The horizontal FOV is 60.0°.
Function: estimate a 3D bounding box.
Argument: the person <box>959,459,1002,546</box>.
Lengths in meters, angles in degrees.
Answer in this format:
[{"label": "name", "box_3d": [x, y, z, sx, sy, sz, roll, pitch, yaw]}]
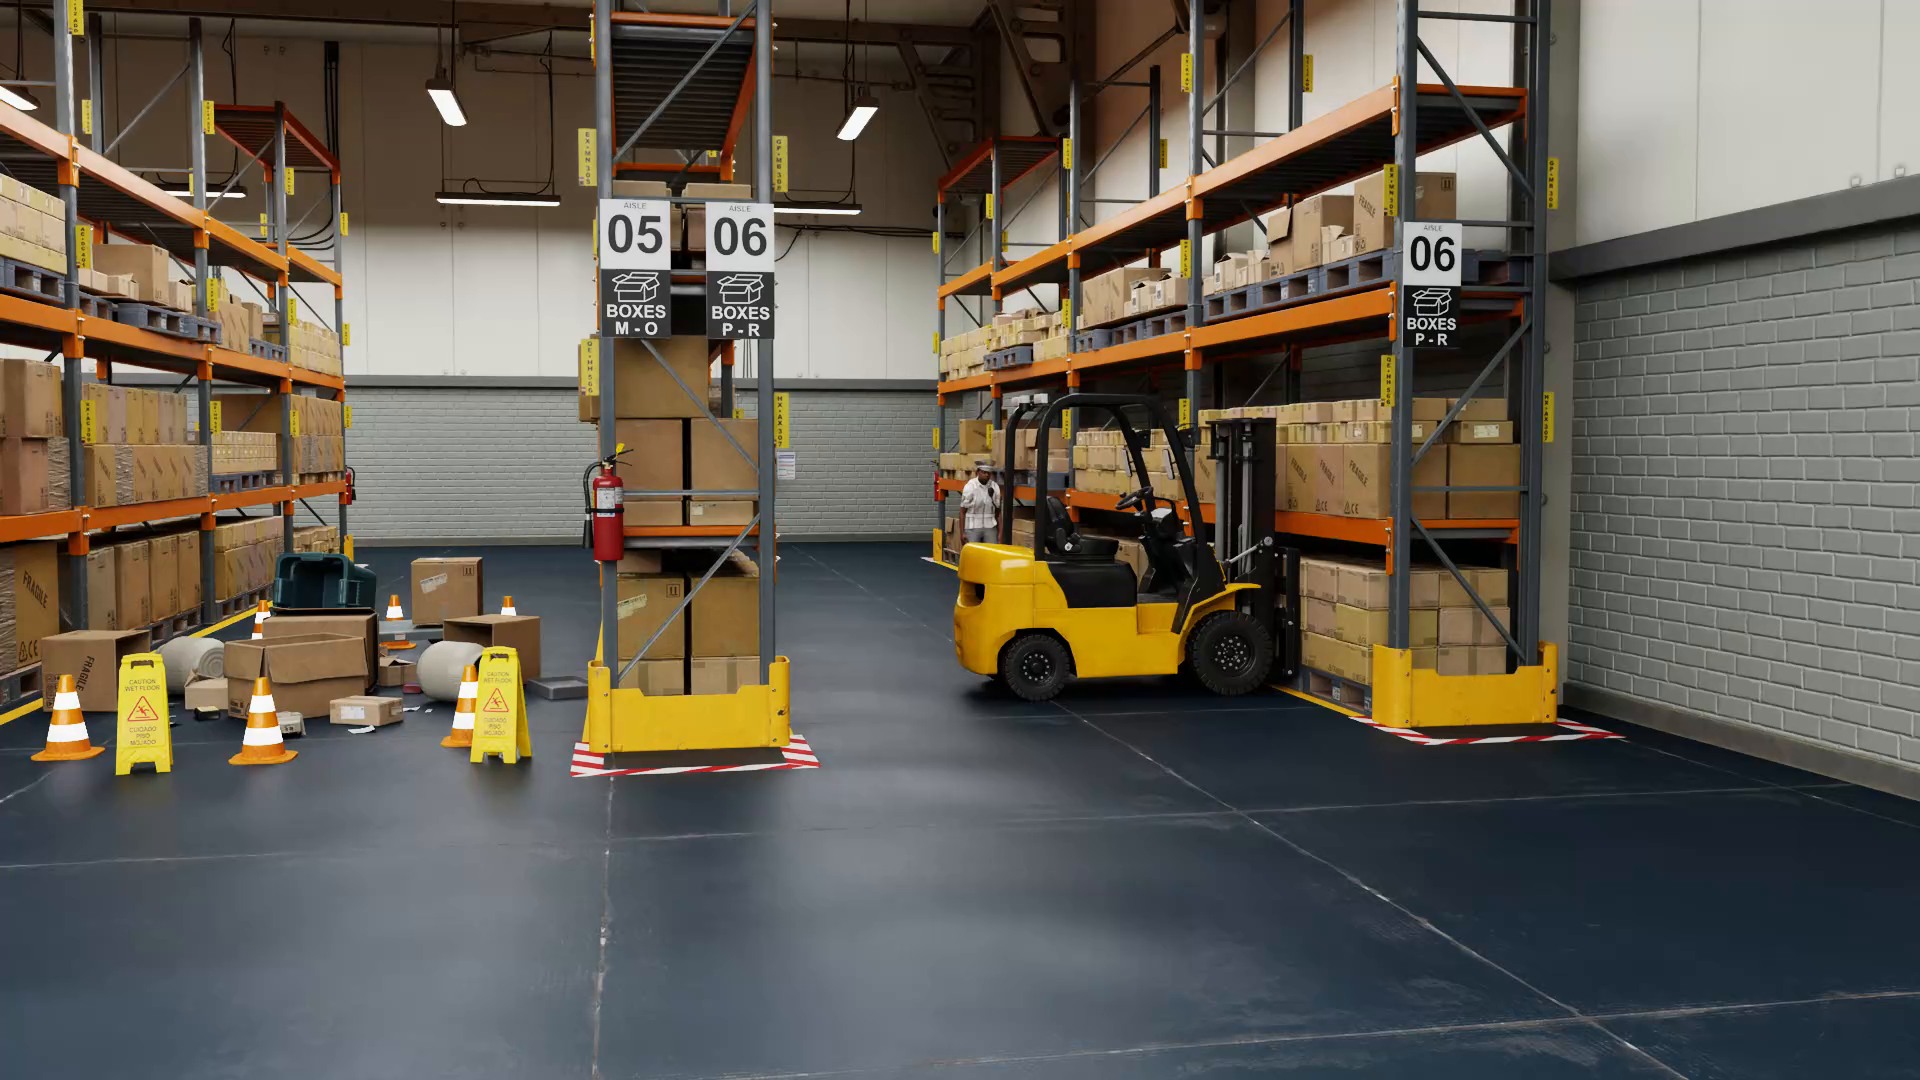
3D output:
[{"label": "person", "box_3d": [0.233, -0.065, 18.361, 0.503, 1.656, 0.421, -1, 3, -17]}]
